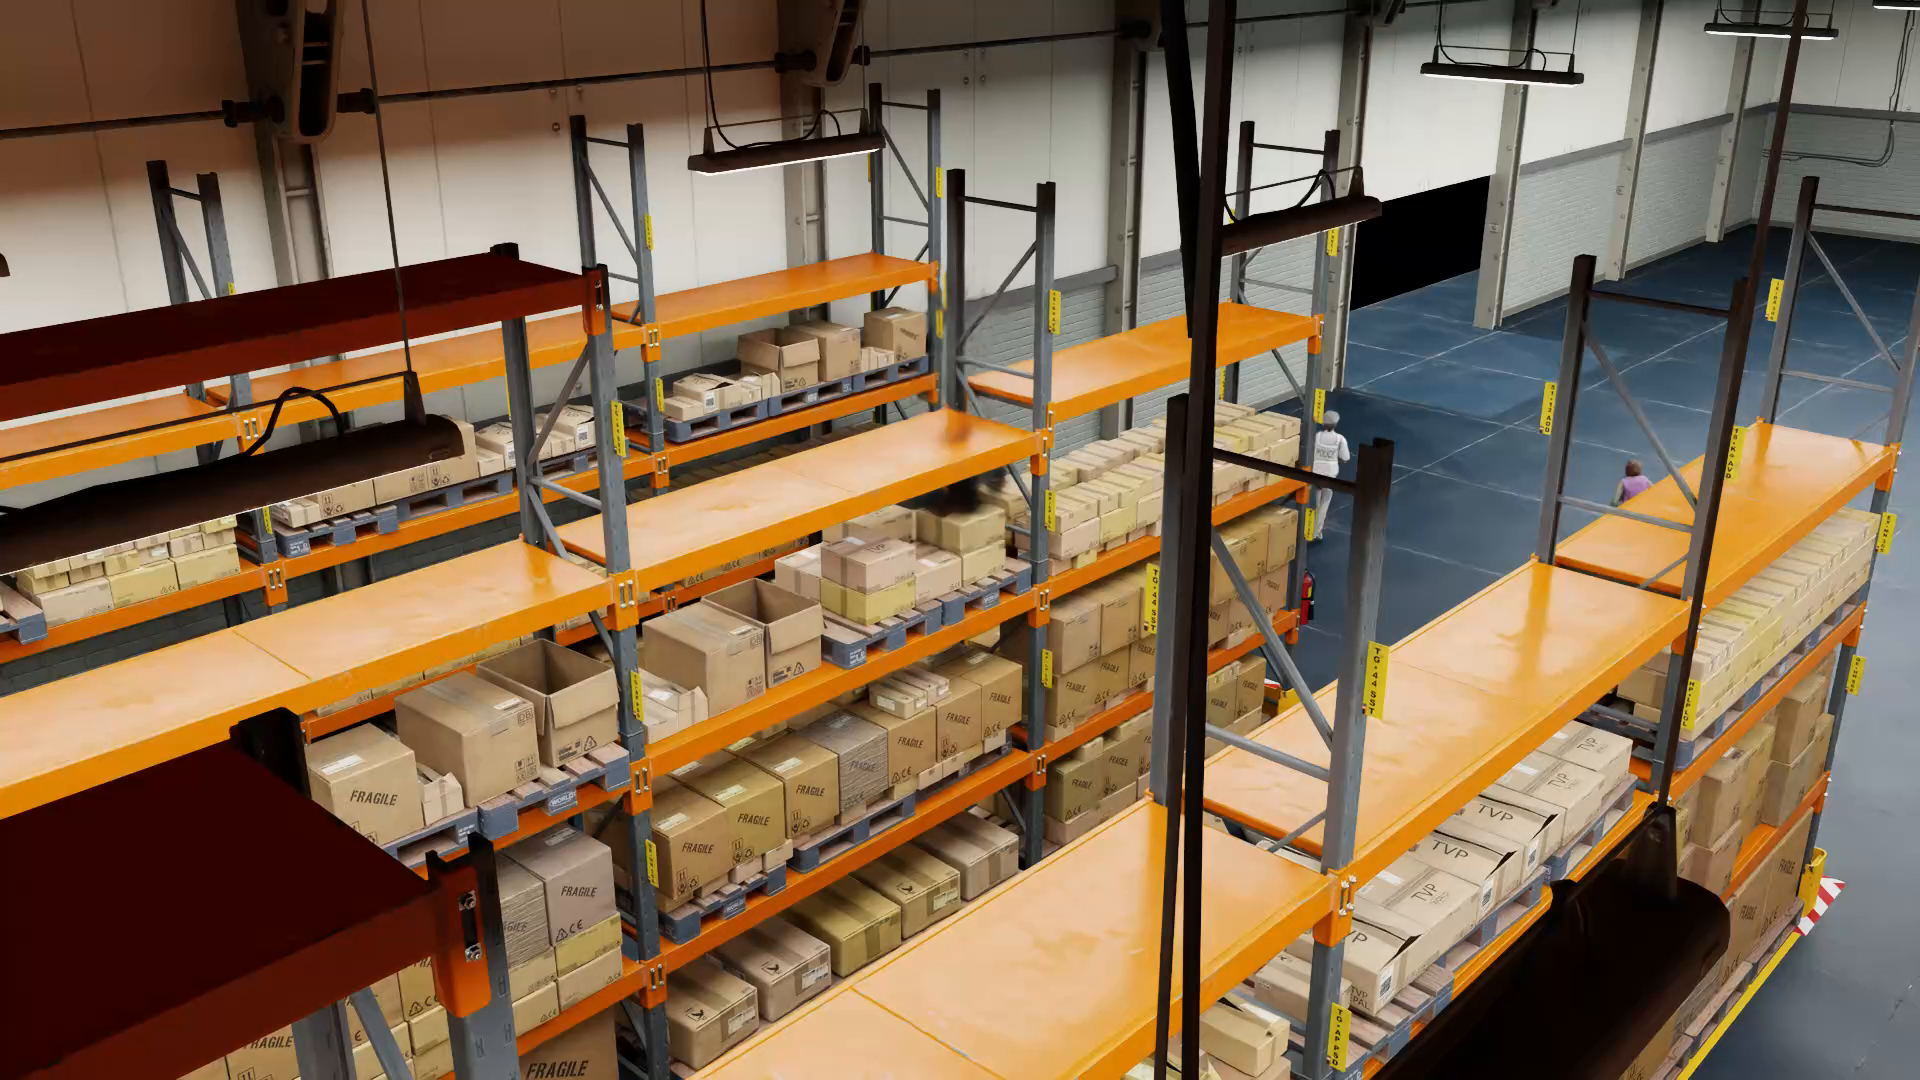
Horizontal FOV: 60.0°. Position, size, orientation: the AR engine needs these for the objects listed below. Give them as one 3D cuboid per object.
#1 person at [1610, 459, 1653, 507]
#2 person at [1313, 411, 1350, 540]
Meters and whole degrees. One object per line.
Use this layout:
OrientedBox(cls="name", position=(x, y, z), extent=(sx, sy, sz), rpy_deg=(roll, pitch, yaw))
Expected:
OrientedBox(cls="person", position=(8.298, -0.224, 20.517), extent=(0.570, 1.556, 0.651), rpy_deg=(-1, 21, -1))
OrientedBox(cls="person", position=(4.760, -0.817, 21.828), extent=(0.638, 1.723, 0.828), rpy_deg=(7, 22, 18))
